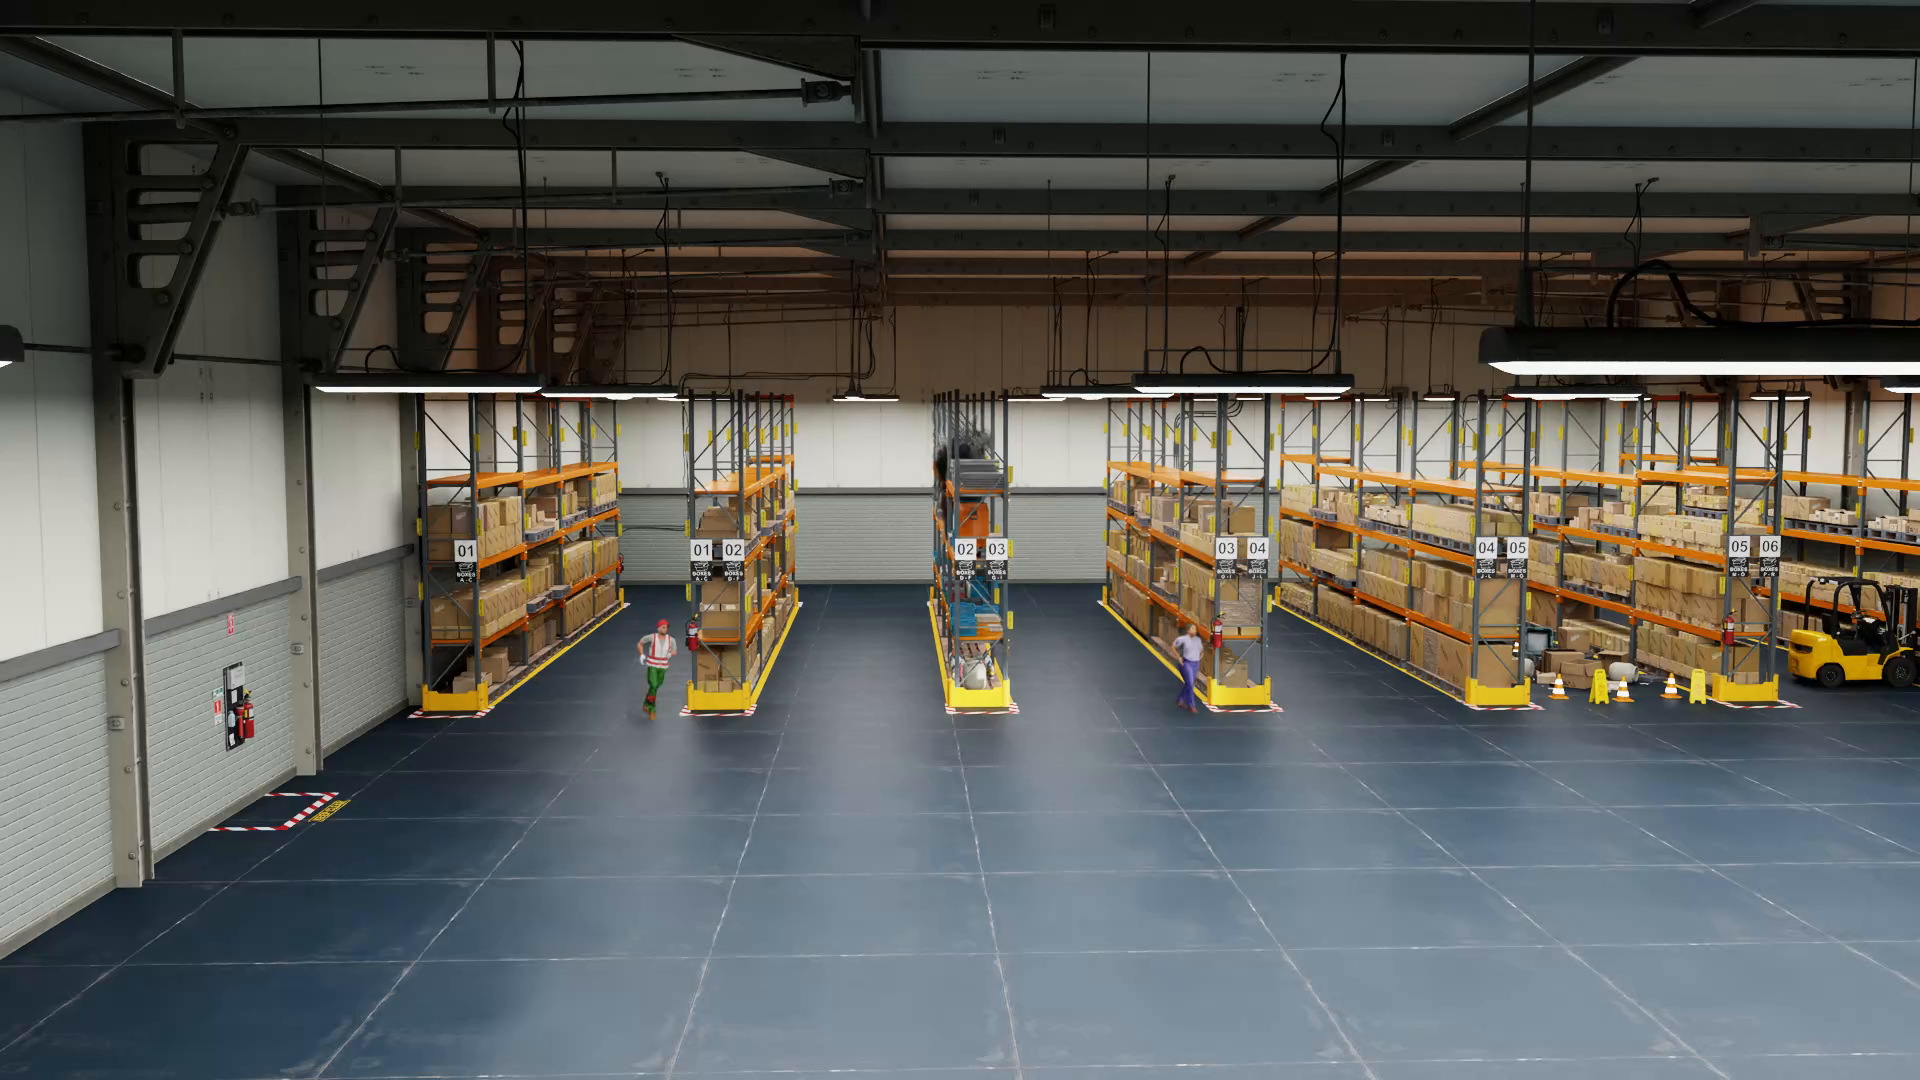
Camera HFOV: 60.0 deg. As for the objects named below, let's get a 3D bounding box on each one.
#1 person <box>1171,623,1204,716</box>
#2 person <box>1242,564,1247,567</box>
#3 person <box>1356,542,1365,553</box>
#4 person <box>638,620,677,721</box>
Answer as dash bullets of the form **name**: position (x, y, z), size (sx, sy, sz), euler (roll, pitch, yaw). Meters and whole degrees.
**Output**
- **person**: position (4.282, 2.382, 30.959), size (0.602, 1.661, 0.796), euler (-3, 6, -32)
- **person**: position (7.870, 1.042, 46.796), size (0.760, 1.732, 0.943), euler (1, 5, 10)
- **person**: position (11.914, 0.879, 49.132), size (0.891, 1.746, 0.586), euler (0, 5, 0)
- **person**: position (-5.526, 2.346, 30.507), size (0.677, 1.784, 0.904), euler (-3, 6, -33)
